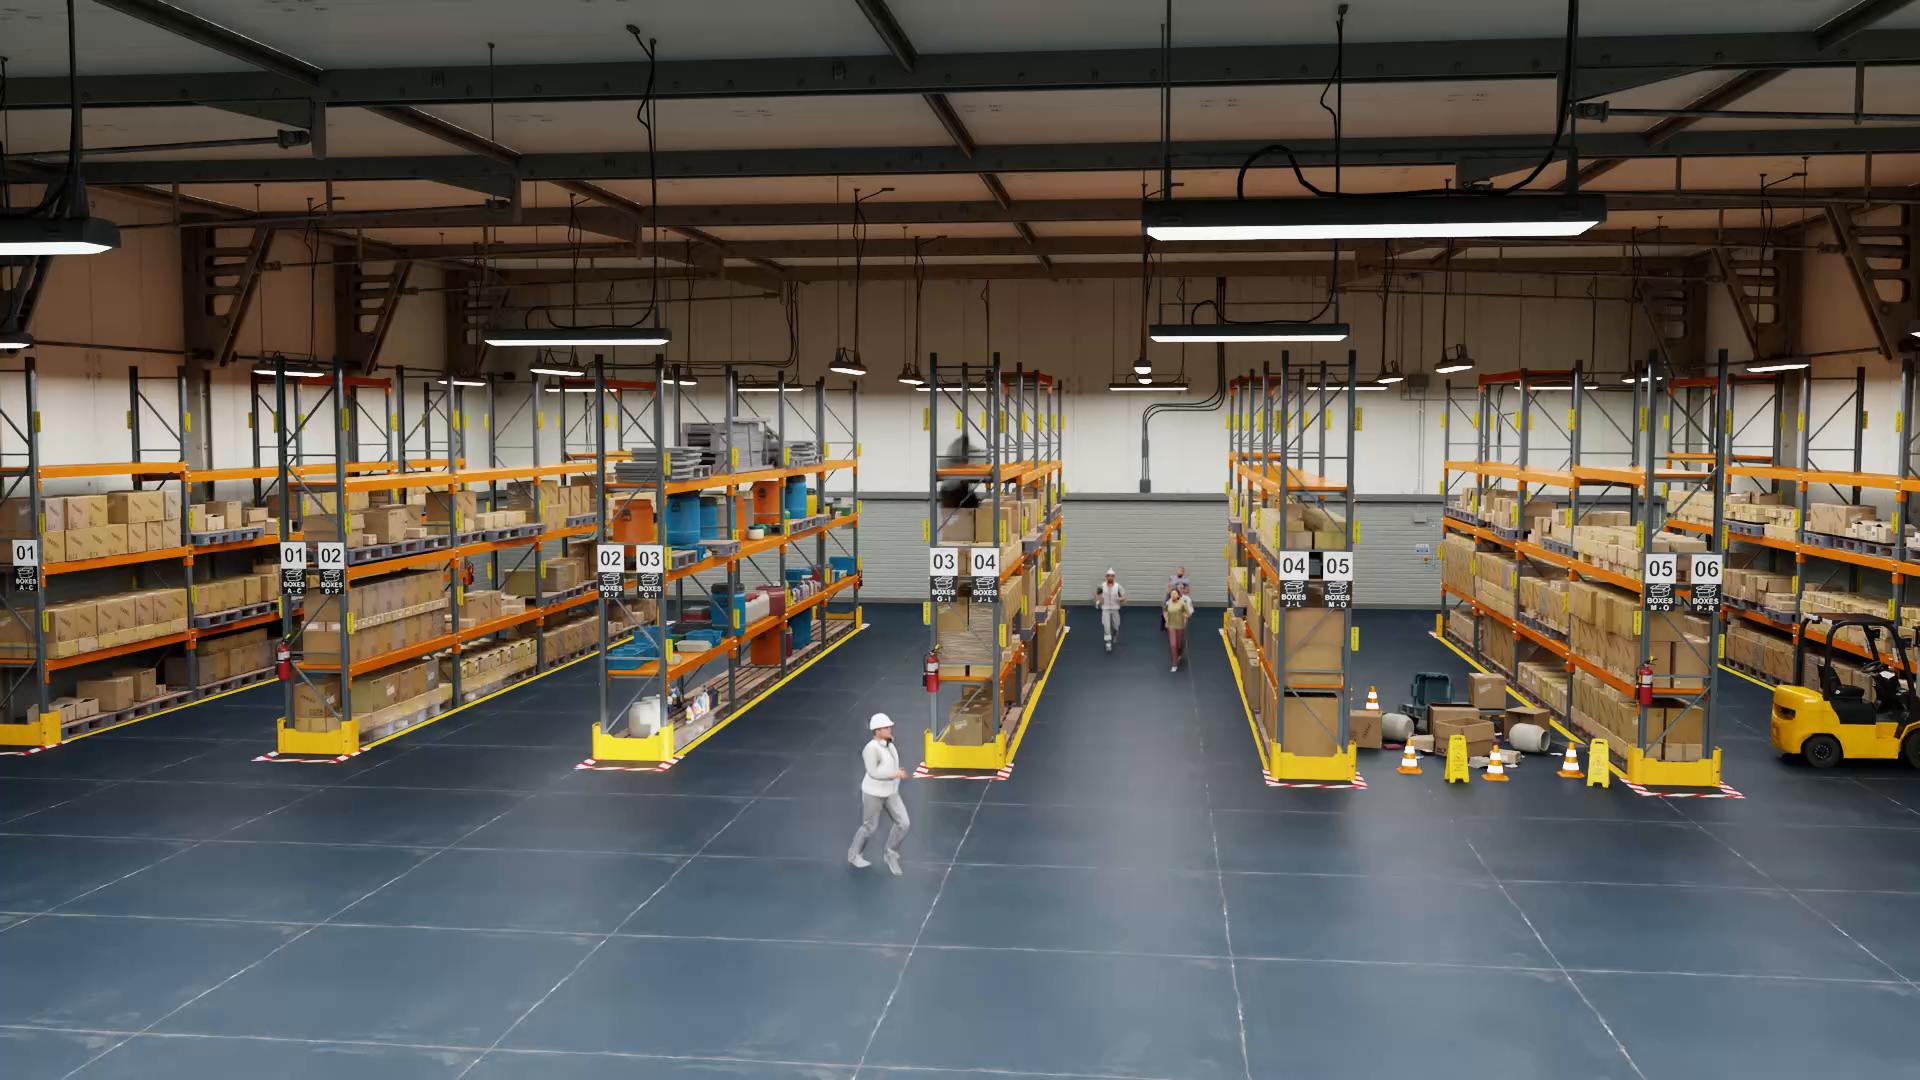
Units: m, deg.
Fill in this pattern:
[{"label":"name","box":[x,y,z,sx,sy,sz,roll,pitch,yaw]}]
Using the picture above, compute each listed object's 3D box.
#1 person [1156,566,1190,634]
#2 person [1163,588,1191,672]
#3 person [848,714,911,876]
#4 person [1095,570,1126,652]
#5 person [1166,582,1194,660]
[{"label":"person","box":[5.131,1.425,39.625,0.745,1.621,0.704,2,4,24]},{"label":"person","box":[4.380,1.808,33.667,0.573,1.657,0.793,1,4,13]},{"label":"person","box":[-0.871,2.822,18.405,0.827,1.822,0.620,3,5,32]},{"label":"person","box":[3.289,1.541,36.432,0.669,1.765,0.919,0,4,5]},{"label":"person","box":[4.578,1.702,34.711,0.591,1.670,0.640,0,4,4]}]
